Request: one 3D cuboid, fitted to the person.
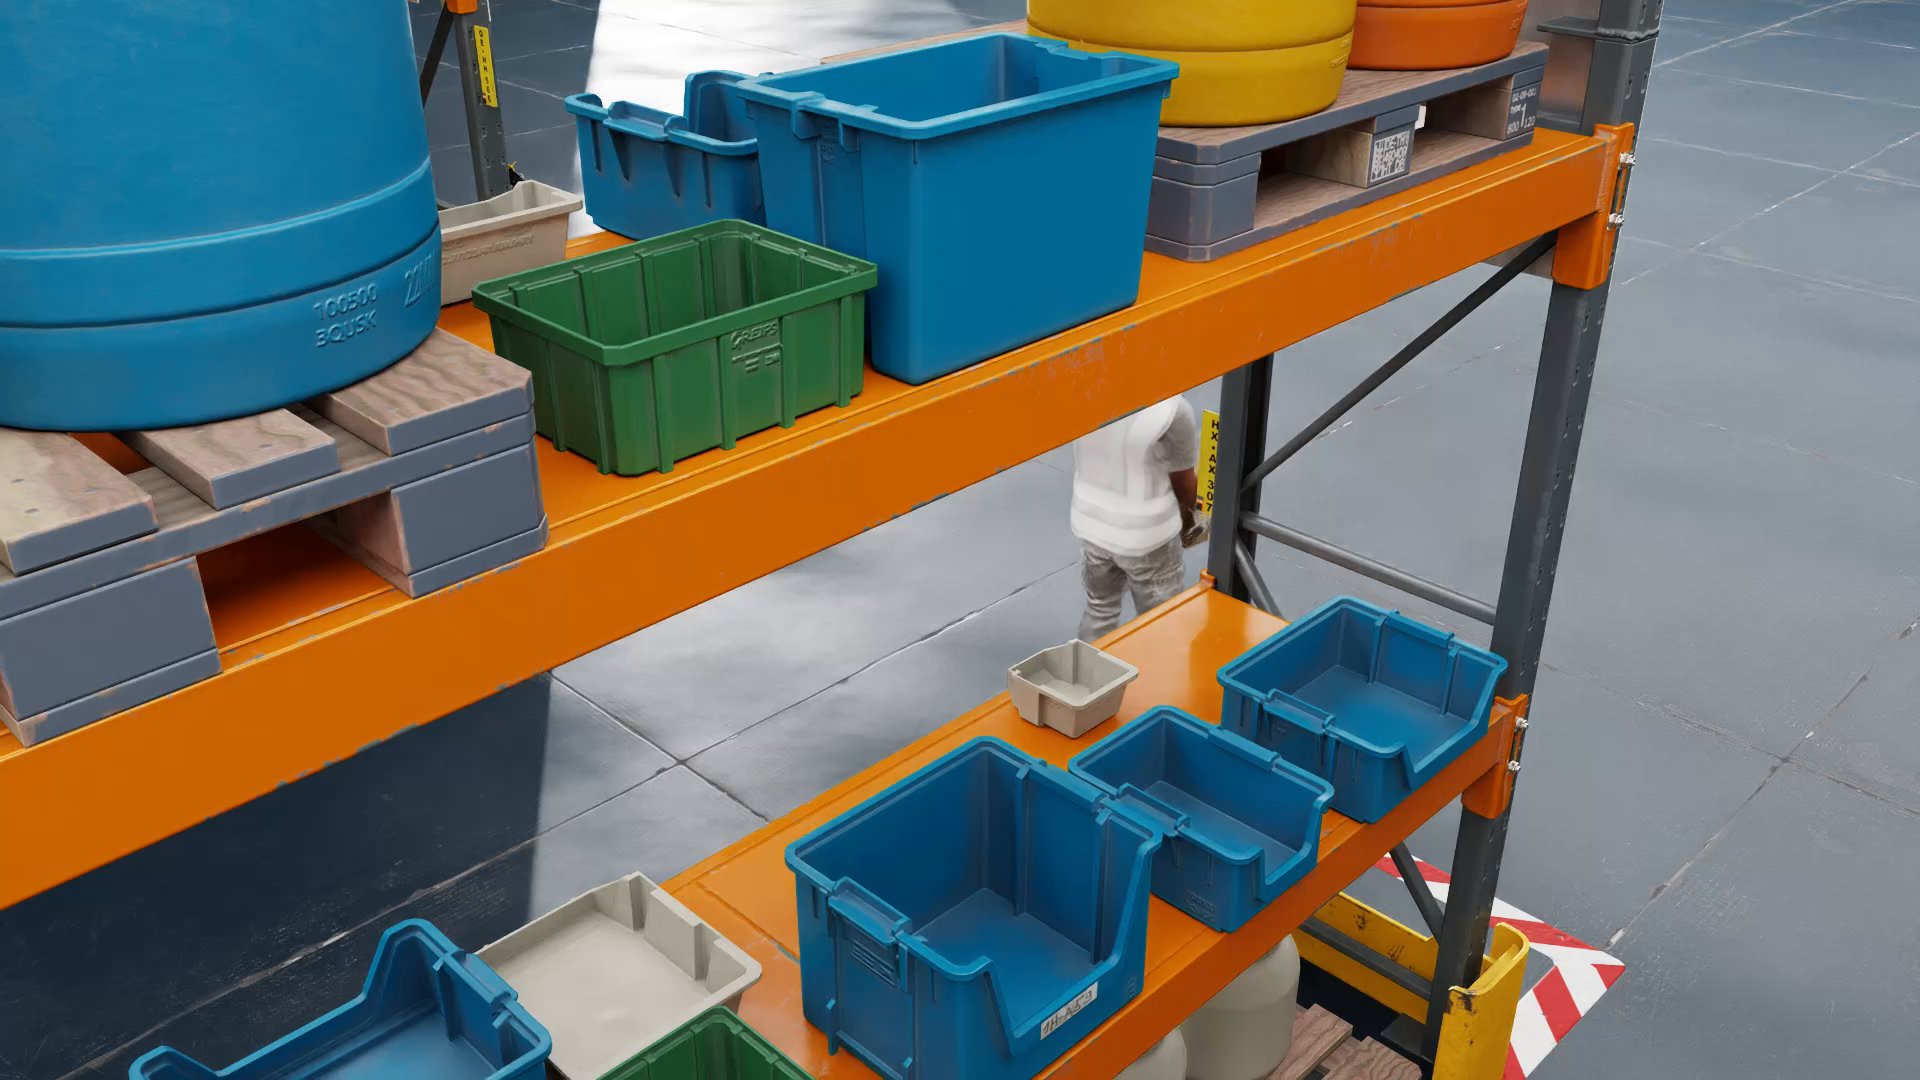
[{"bbox_3d":[0.667,-0.076,6.239,0.549,1.788,0.496,24,36,38],"label":"person"}]
